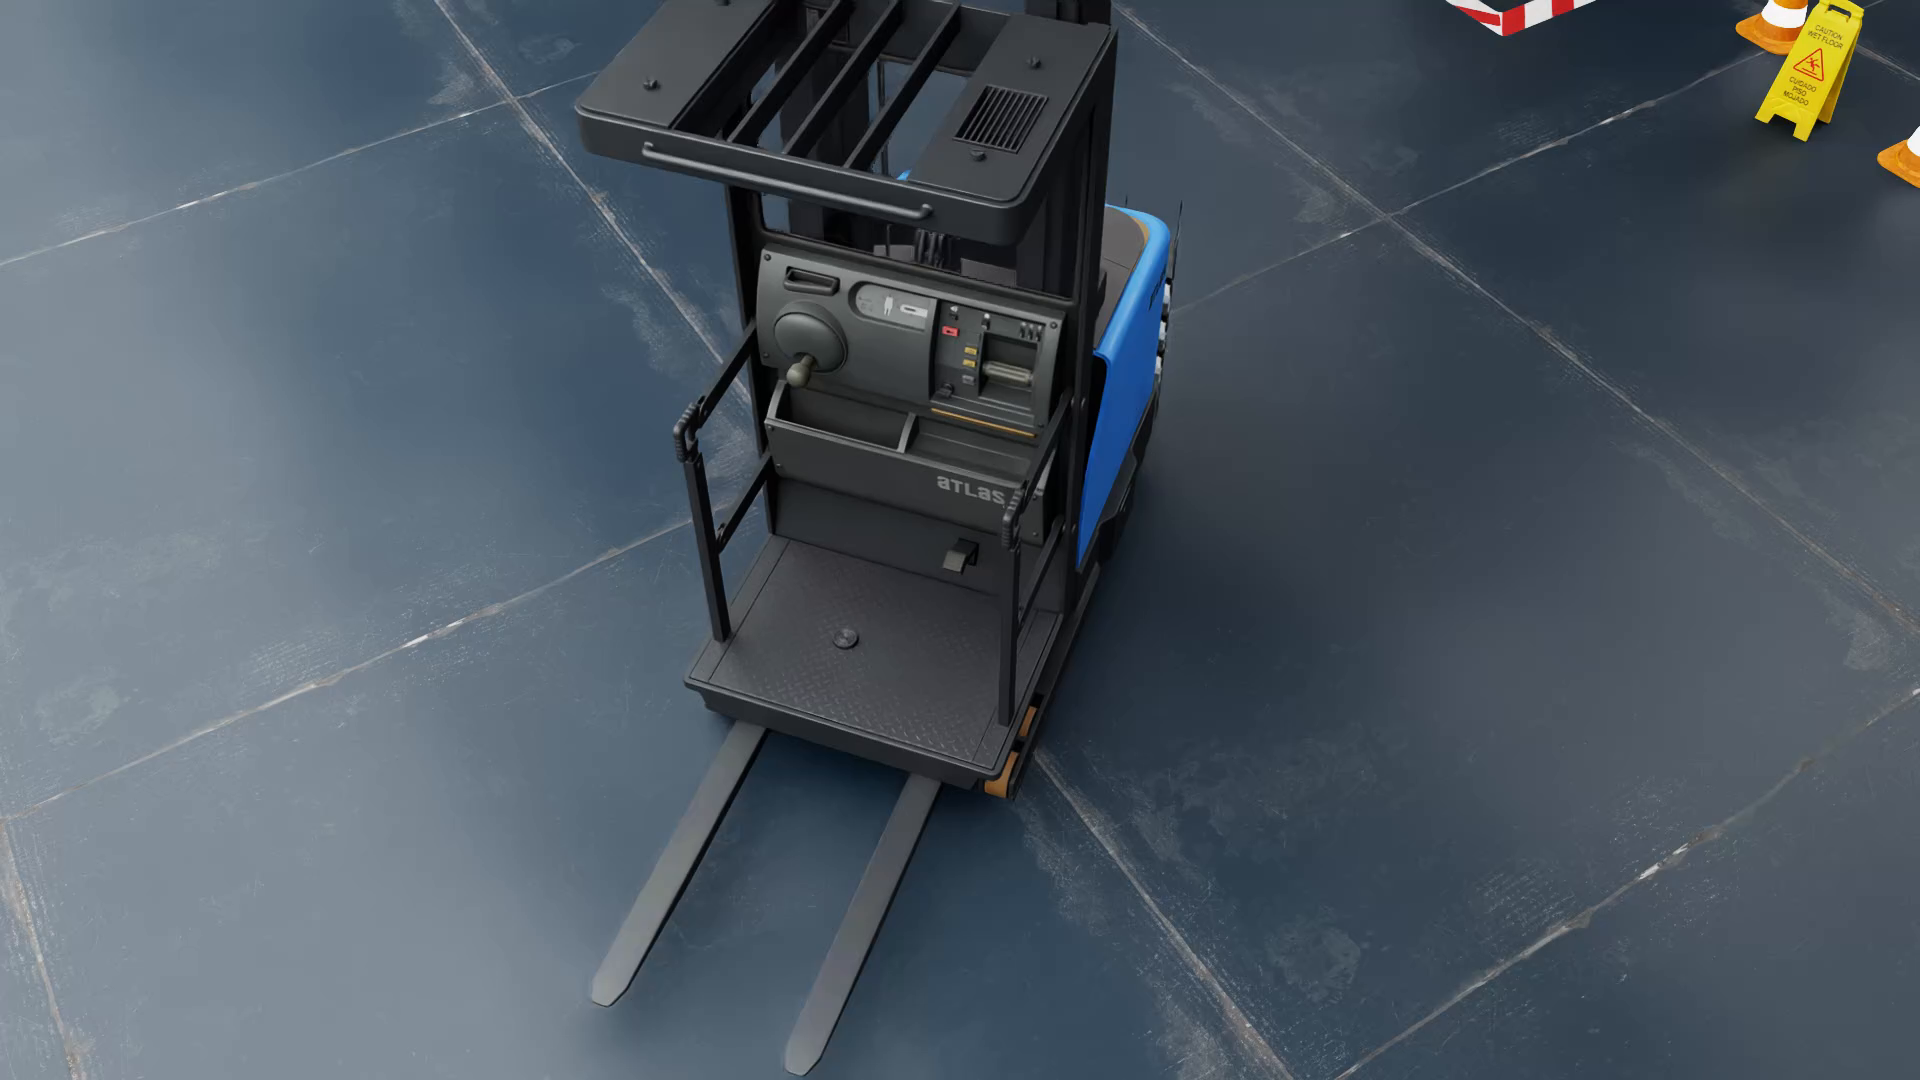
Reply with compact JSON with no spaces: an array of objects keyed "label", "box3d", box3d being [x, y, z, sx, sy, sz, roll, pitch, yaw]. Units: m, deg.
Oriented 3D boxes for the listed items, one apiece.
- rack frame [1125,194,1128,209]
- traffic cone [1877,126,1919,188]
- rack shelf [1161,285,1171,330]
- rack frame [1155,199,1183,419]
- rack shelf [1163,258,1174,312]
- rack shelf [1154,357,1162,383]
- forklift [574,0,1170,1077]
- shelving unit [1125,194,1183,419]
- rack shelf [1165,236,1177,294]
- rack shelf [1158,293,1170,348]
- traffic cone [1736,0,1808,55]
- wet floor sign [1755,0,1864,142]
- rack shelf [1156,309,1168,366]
[{"label":"rack frame","box3d":[0.605,-0.899,6.447,0.006,0.900,0.240,6,49,6]},{"label":"traffic cone","box3d":[4.524,-1.914,7.644,0.334,0.463,0.336,-25,53,-21]},{"label":"rack shelf","box3d":[0.705,-0.925,6.395,0.200,0.077,0.258,6,49,6]},{"label":"rack frame","box3d":[0.806,-0.876,6.427,0.006,0.900,0.240,6,49,6]},{"label":"rack shelf","box3d":[0.705,-0.985,6.327,0.200,0.077,0.258,6,49,6]},{"label":"rack shelf","box3d":[0.705,-0.745,6.596,0.200,0.077,0.258,6,49,6]},{"label":"forklift","box3d":[-0.229,-0.481,4.715,1.130,2.935,3.031,15,50,13]},{"label":"shelving unit","box3d":[0.705,-0.888,6.437,0.210,0.900,0.258,6,49,6]},{"label":"rack shelf","box3d":[0.705,-1.045,6.260,0.200,0.077,0.258,6,49,6]},{"label":"rack shelf","box3d":[0.705,-0.865,6.462,0.200,0.077,0.258,6,49,6]},{"label":"traffic cone","box3d":[4.209,-2.763,8.400,0.334,0.463,0.336,-25,53,-21]},{"label":"wet floor sign","box3d":[4.034,-2.247,7.819,0.232,0.644,0.267,-34,57,-27]},{"label":"rack shelf","box3d":[0.705,-0.805,6.529,0.200,0.077,0.258,6,49,6]}]
